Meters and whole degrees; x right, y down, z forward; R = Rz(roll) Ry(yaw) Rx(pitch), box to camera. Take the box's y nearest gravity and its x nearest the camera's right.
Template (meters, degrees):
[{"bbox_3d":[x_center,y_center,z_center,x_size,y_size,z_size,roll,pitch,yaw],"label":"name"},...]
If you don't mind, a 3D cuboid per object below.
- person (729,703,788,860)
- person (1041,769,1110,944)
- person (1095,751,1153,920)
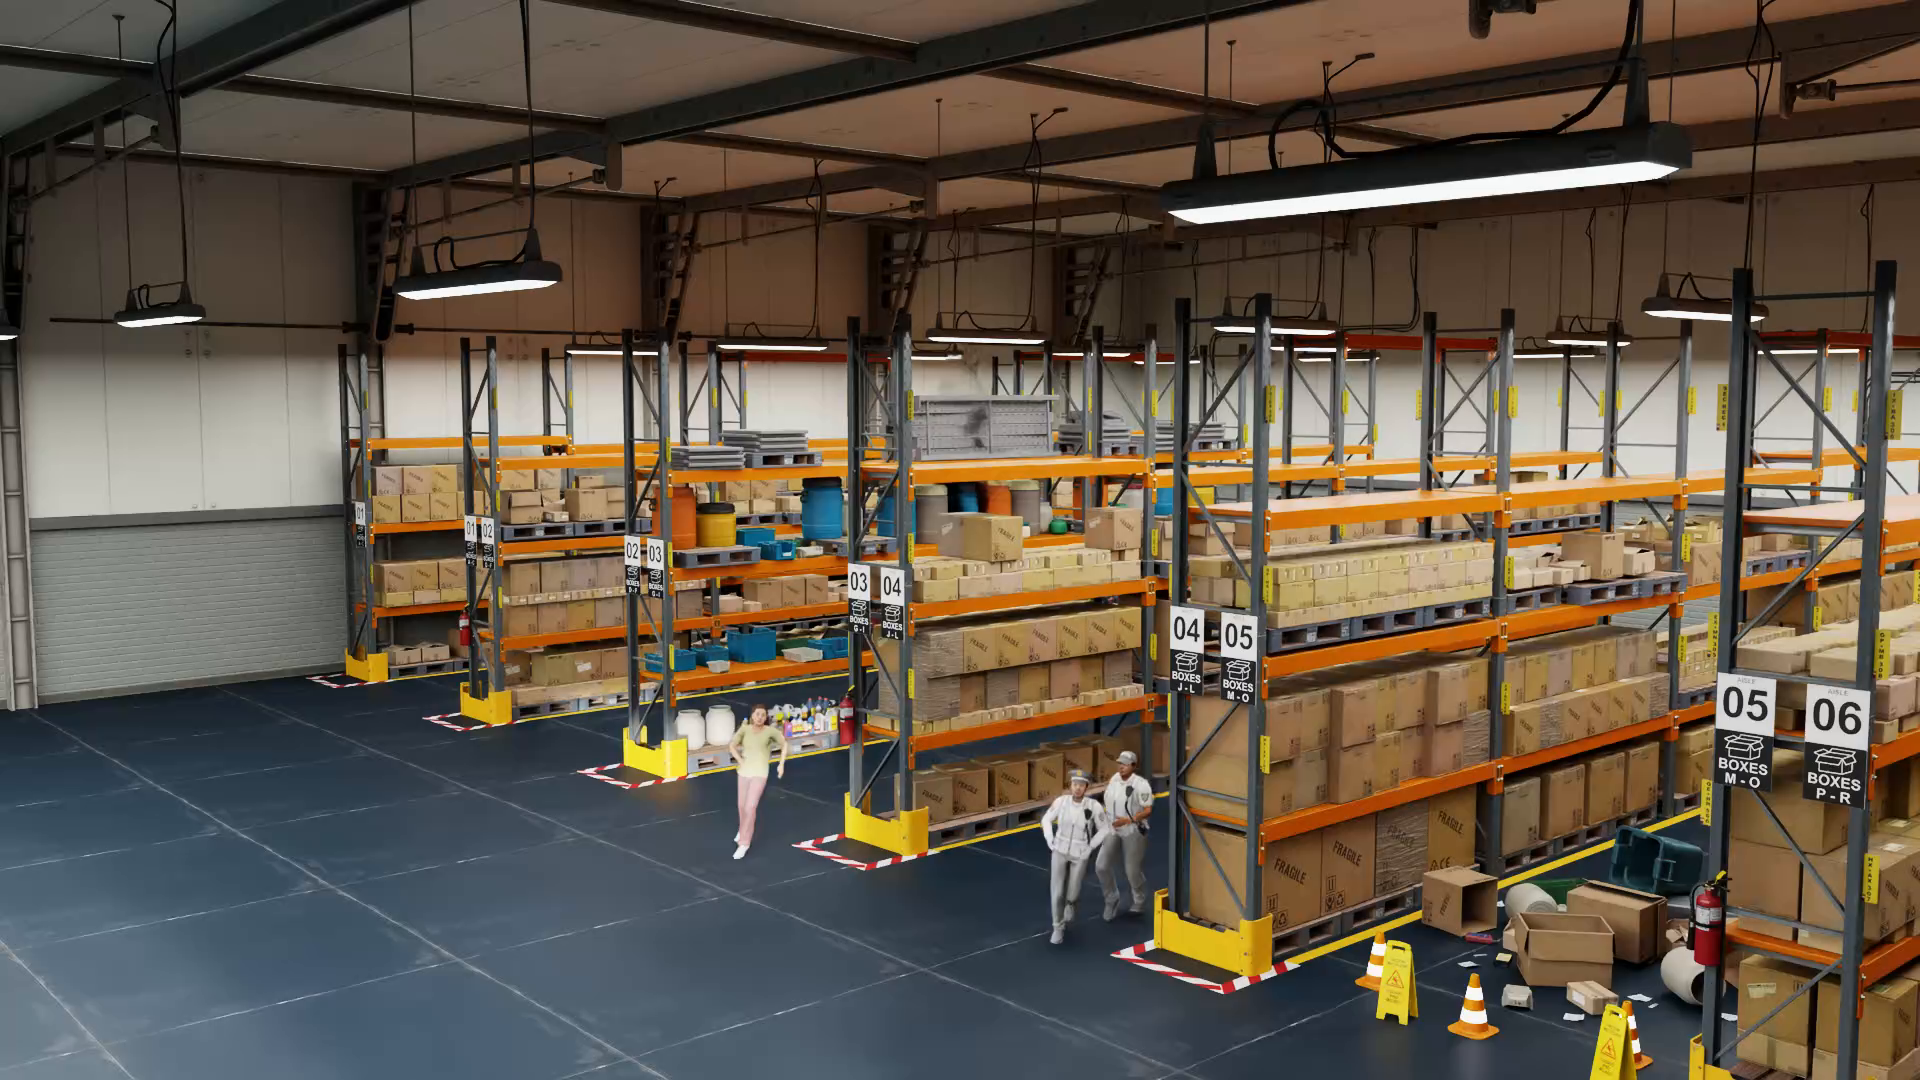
[{"bbox_3d":[-2.284,2.668,18.645,0.633,1.683,0.795,1,5,9],"label":"person"},{"bbox_3d":[1.075,2.955,15.717,0.630,1.653,0.606,1,5,15],"label":"person"},{"bbox_3d":[1.613,2.907,16.313,0.629,1.711,0.645,4,6,38],"label":"person"}]
